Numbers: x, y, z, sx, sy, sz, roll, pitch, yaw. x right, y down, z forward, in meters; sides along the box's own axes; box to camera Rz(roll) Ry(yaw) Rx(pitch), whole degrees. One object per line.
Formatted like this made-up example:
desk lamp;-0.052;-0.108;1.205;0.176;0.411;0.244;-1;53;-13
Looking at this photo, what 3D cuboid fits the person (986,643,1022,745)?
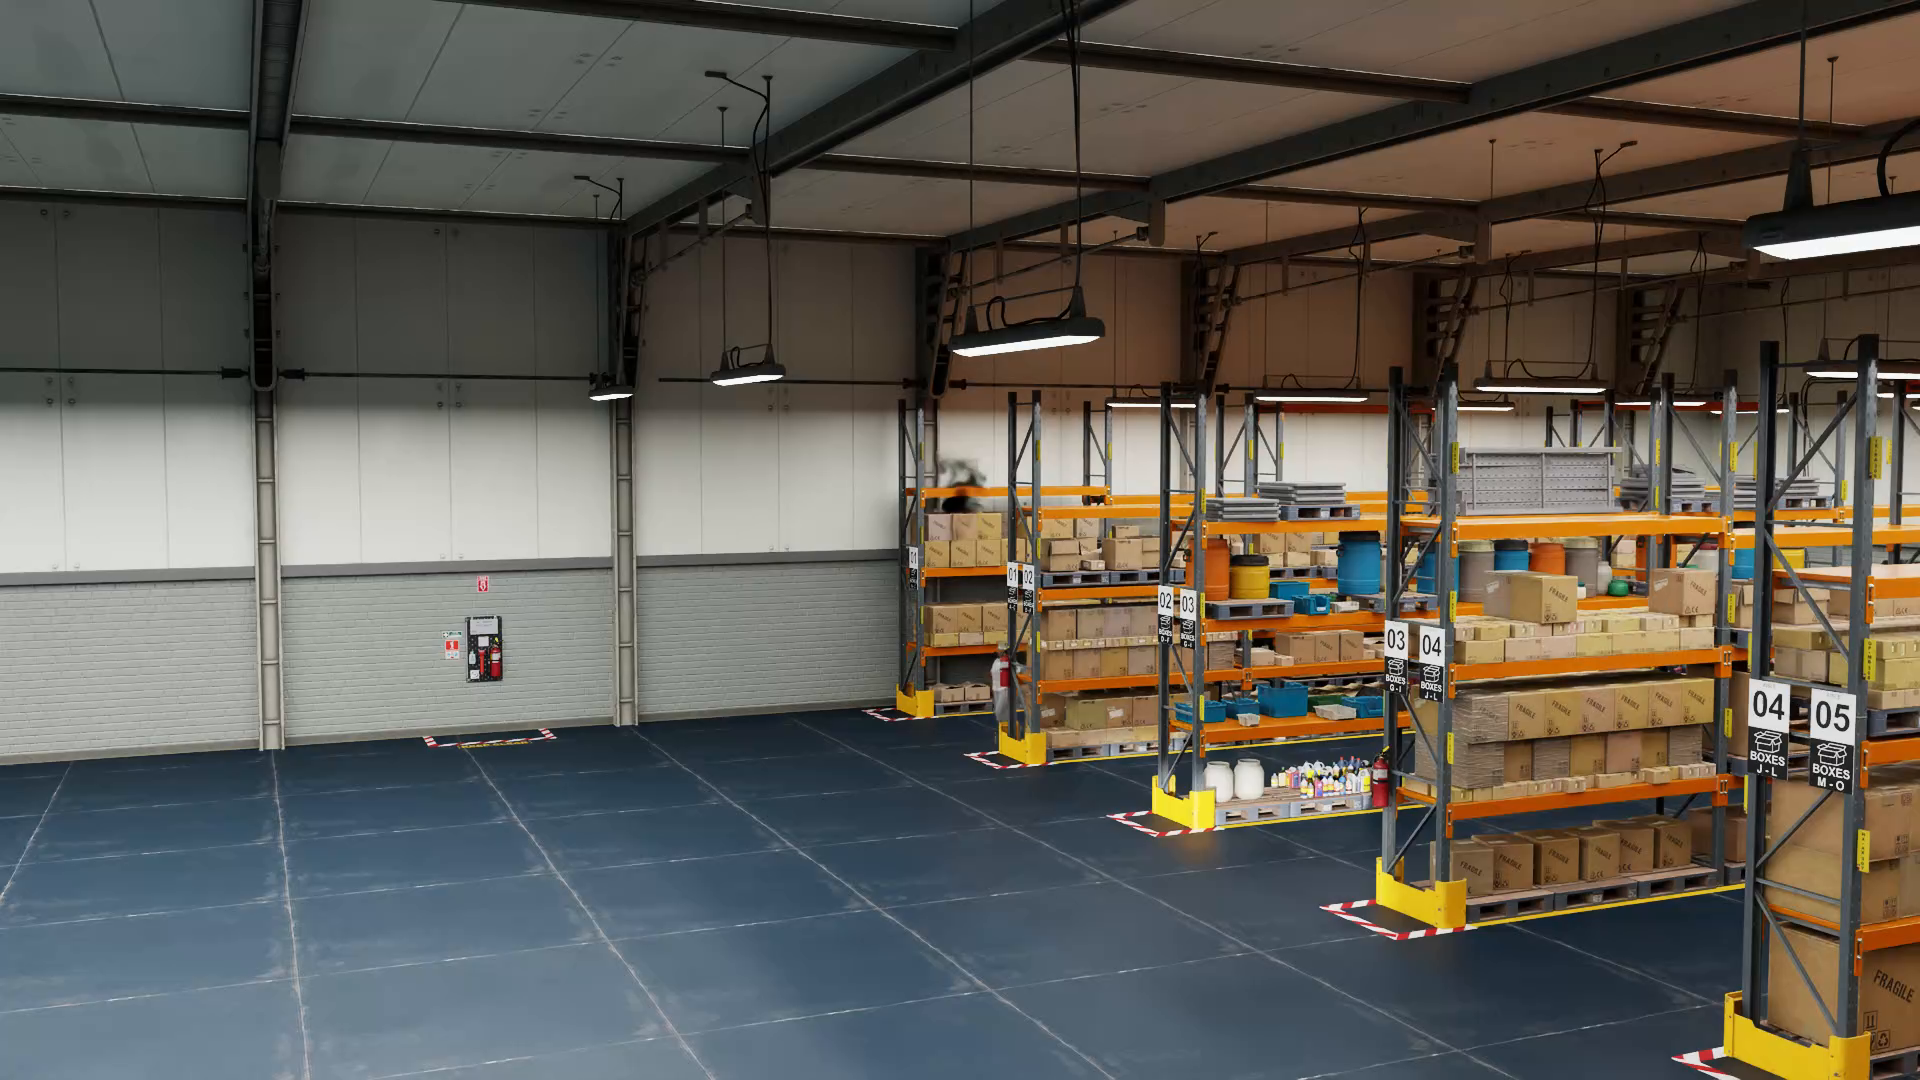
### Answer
person;0.732;2.648;28.665;0.671;1.766;0.569;-3;4;-39
